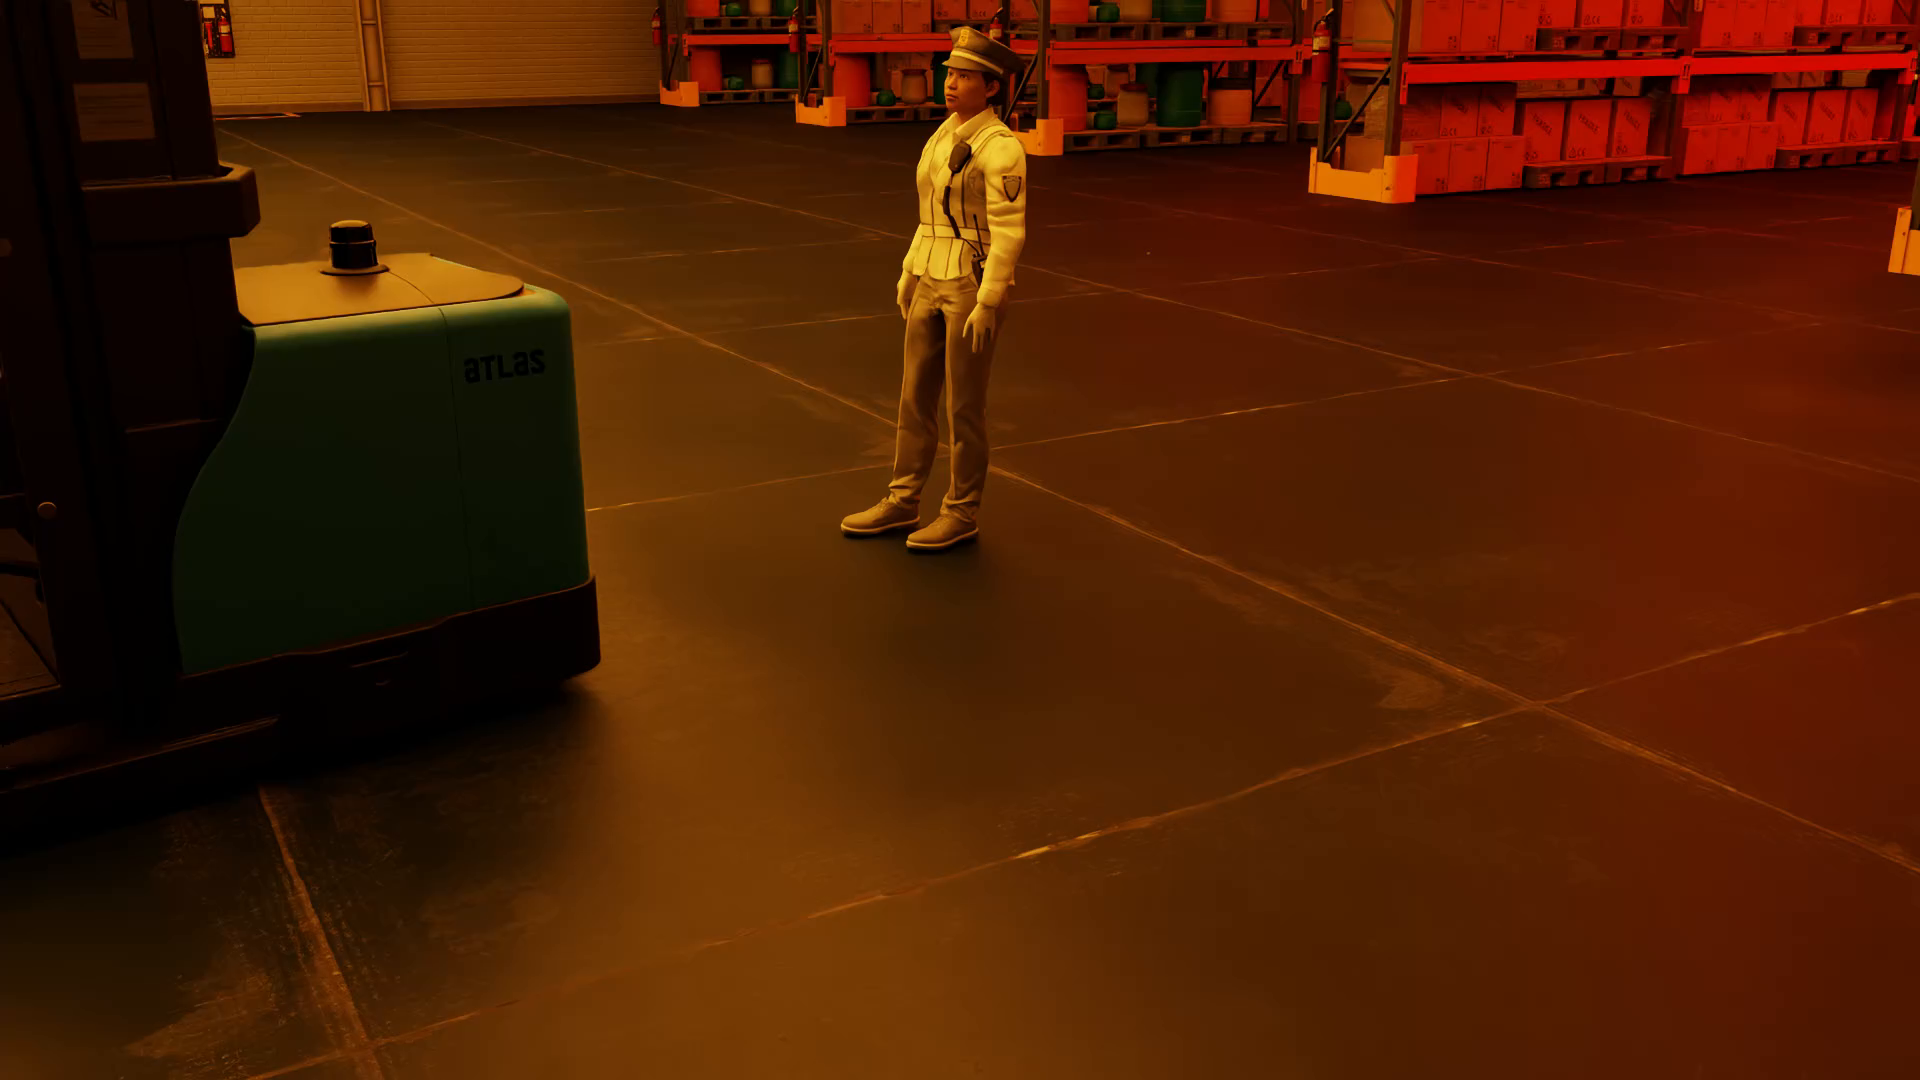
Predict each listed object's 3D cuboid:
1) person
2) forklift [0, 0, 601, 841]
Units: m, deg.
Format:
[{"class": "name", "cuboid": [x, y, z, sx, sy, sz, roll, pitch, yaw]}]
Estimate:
[{"class": "person", "cuboid": [-0.062, -0.804, 5.470, 0.531, 1.695, 0.587, -10, 20, -29]}, {"class": "forklift", "cuboid": [-2.441, -0.826, 3.546, 3.031, 2.935, 1.130, -14, 22, -36]}]
